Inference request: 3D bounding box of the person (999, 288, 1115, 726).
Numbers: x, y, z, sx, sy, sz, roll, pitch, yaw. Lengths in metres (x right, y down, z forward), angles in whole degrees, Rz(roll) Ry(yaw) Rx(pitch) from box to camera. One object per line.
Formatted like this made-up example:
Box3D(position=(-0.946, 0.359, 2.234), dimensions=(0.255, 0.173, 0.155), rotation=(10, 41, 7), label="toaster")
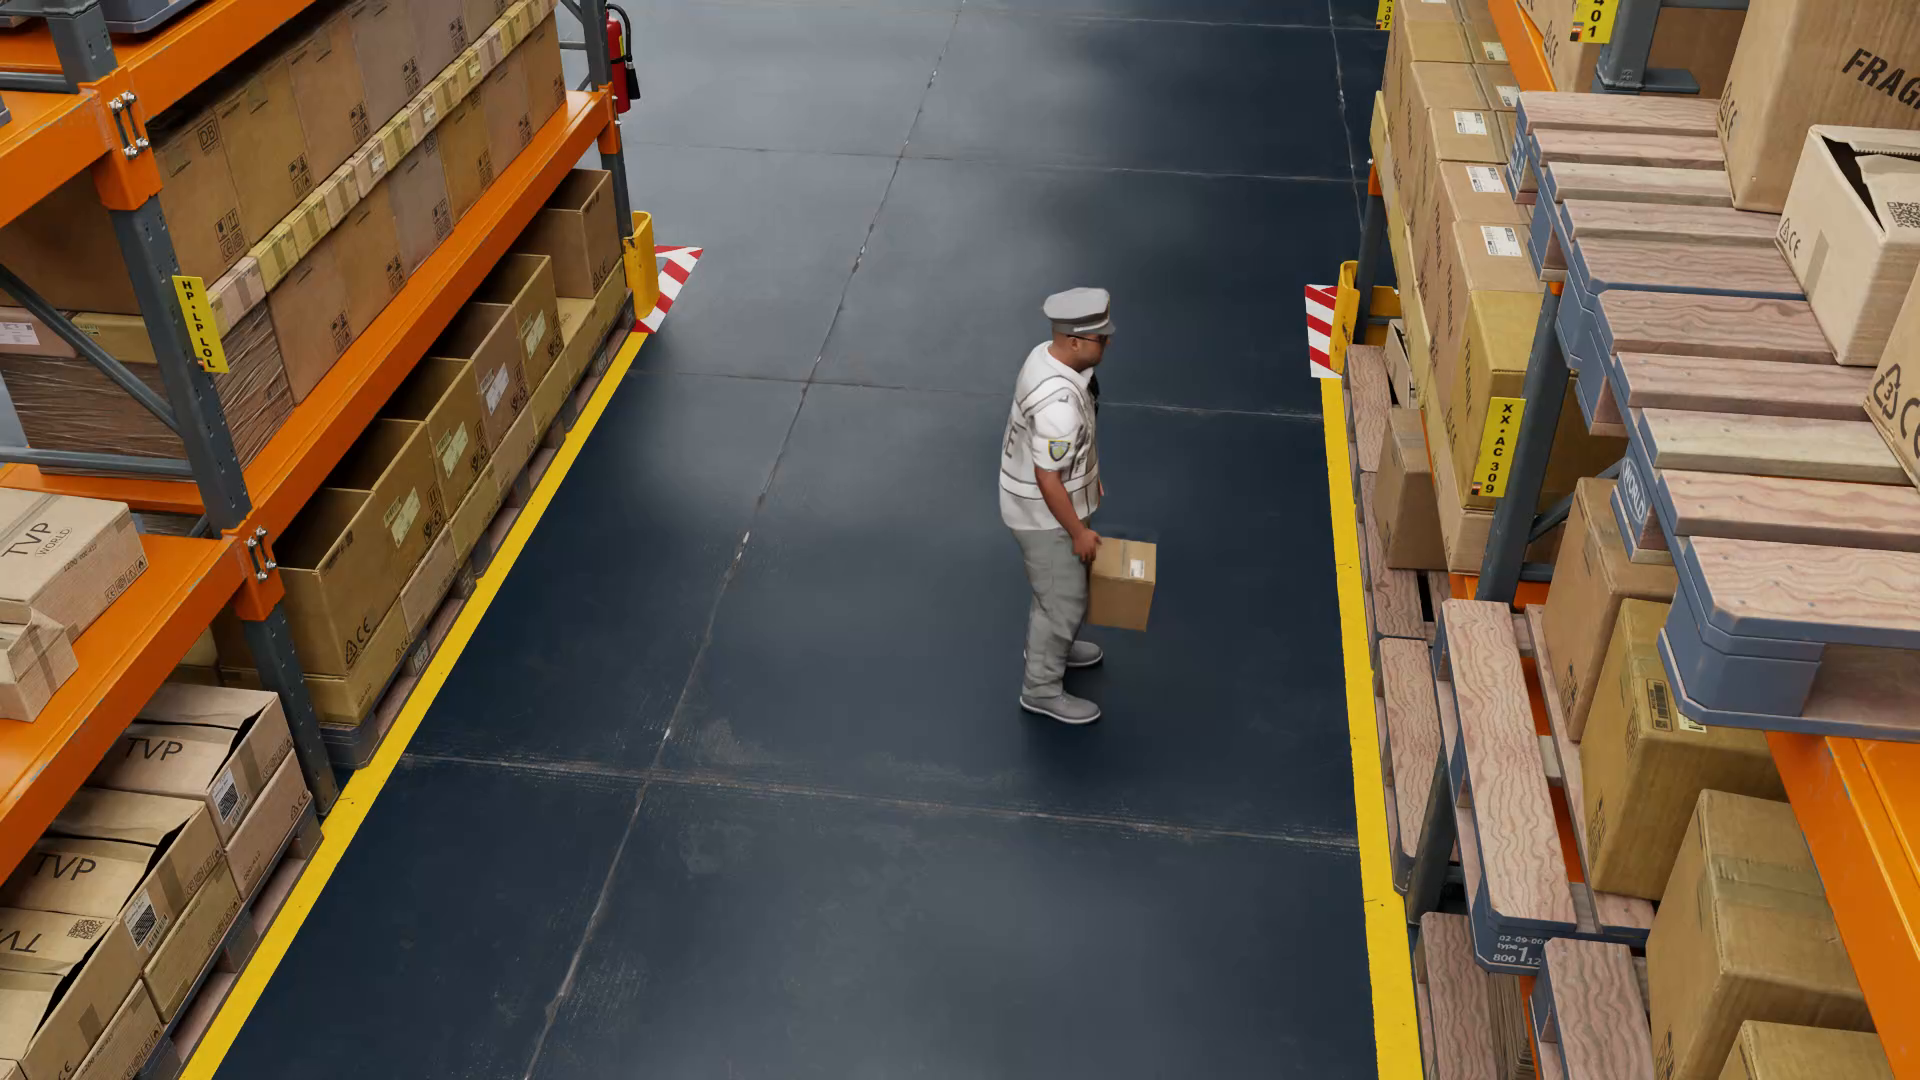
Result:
Box3D(position=(0.367, -0.140, 6.328), dimensions=(0.434, 1.756, 0.560), rotation=(3, 36, 5), label="person")
